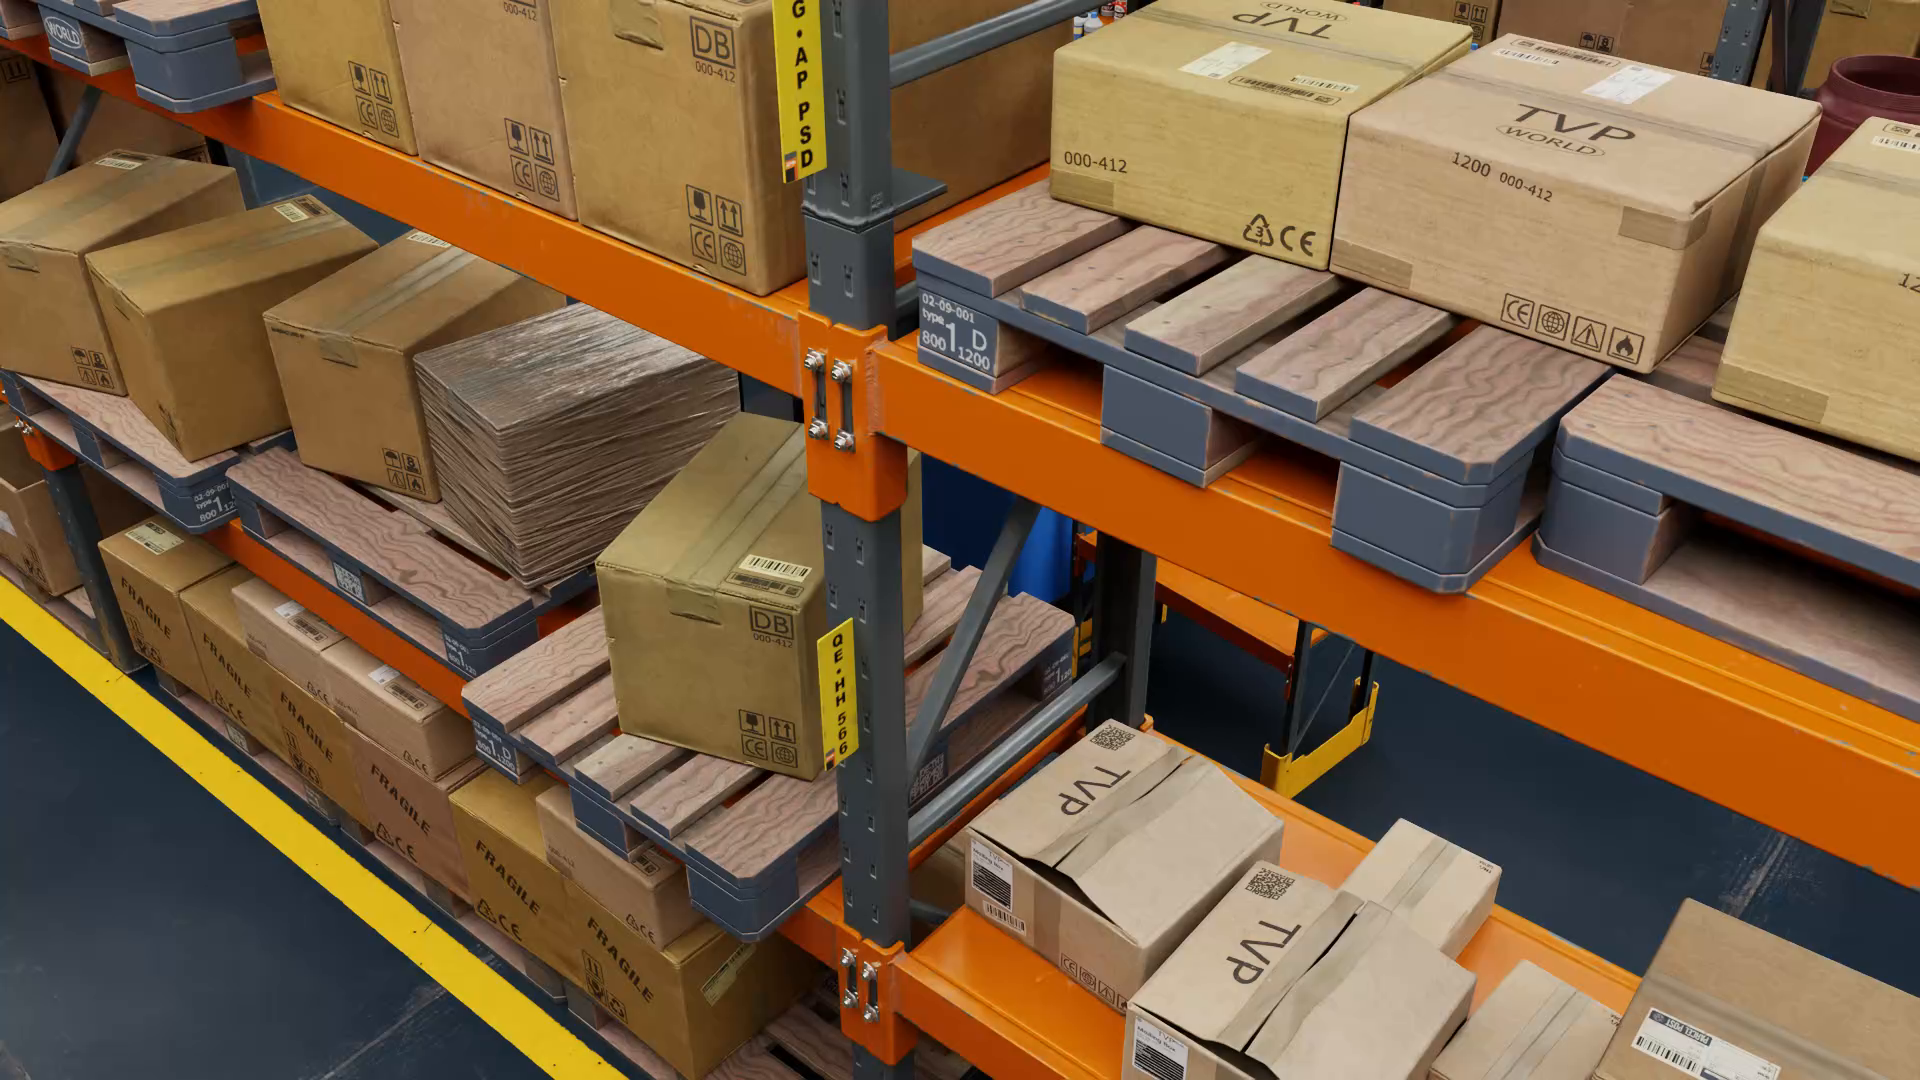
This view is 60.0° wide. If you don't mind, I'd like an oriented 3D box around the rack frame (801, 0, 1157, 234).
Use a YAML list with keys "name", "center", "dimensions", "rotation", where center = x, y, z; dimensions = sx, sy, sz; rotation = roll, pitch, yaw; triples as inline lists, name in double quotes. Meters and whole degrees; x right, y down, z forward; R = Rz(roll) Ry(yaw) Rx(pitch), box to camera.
- name: "rack frame"
  center: [0.108, -1.967, 2.166]
  dimensions: [0.127, 3.000, 1.000]
  rotation: [25, 42, 32]

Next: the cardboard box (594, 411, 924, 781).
- name: "cardboard box"
  center: [-0.448, 0.112, 3.978]
  dimensions: [0.500, 0.500, 0.700]
  rotation: [12, 36, 17]

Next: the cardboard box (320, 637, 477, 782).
- name: "cardboard box"
  center: [-1.596, 0.422, 5.143]
  dimensions: [0.500, 0.250, 0.500]
  rotation: [24, 41, 31]

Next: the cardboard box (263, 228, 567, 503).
- name: "cardboard box"
  center: [-1.569, -0.544, 4.934]
  dimensions: [0.500, 0.500, 0.700]
  rotation: [15, 37, 20]

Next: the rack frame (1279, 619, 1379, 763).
- name: "rack frame"
  center: [1.301, 0.221, 5.604]
  dimensions: [0.500, 1.500, 0.032]
  rotation: [-28, 43, -34]

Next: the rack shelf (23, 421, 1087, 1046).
- name: "rack shelf"
  center: [-1.429, 0.078, 5.123]
  dimensions: [4.000, 0.370, 1.077]
  rotation: [25, 42, 32]

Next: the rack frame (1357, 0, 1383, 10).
- name: "rack frame"
  center: [3.375, -5.252, 12.248]
  dimensions: [0.127, 3.000, 1.000]
  rotation: [25, 42, 32]

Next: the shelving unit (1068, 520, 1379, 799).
- name: "shelving unit"
  center: [0.947, 0.007, 5.915]
  dimensions: [0.587, 1.500, 1.083]
  rotation: [-28, 43, -34]

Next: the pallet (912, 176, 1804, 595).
- name: "pallet"
  center: [0.687, -0.446, 2.767]
  dimensions: [1.003, 0.211, 1.213]
  rotation: [27, 43, 34]

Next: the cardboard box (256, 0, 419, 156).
- name: "cardboard box"
  center: [-1.040, -1.289, 3.739]
  dimensions: [0.500, 0.500, 0.910]
  rotation: [25, 42, 32]

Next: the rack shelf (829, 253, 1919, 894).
- name: "rack shelf"
  center: [1.645, 0.290, 2.164]
  dimensions: [4.000, 0.370, 1.077]
  rotation: [25, 42, 32]

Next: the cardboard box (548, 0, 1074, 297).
- name: "cardboard box"
  center: [-0.249, -0.915, 3.195]
  dimensions: [0.500, 0.500, 0.910]
  rotation: [25, 42, 32]

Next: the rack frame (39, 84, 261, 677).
- name: "rack frame"
  center: [-2.966, -0.943, 5.974]
  dimensions: [0.127, 3.000, 1.000]
  rotation: [25, 42, 32]

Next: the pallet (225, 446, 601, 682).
- name: "pallet"
  center: [-1.389, -0.118, 4.941]
  dimensions: [1.213, 0.211, 1.003]
  rotation: [25, 42, 32]

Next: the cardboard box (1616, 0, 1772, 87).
- name: "cardboard box"
  center: [5.252, -3.685, 11.473]
  dimensions: [0.875, 0.875, 1.225]
  rotation: [25, 42, 32]

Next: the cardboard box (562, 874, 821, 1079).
- name: "cardboard box"
  center: [-0.761, 1.118, 4.792]
  dimensions: [0.500, 0.500, 0.500]
  rotation: [27, 43, 34]

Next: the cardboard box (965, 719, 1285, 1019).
- name: "cardboard box"
  center: [0.360, 0.693, 3.670]
  dimensions: [0.500, 0.311, 0.500]
  rotation: [28, 43, 35]

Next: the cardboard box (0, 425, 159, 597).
- name: "cardboard box"
  center: [-3.585, -0.177, 6.678]
  dimensions: [0.500, 0.500, 0.500]
  rotation: [25, 42, 32]

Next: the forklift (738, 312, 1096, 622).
- name: "forklift"
  center: [-0.426, -1.467, 6.797]
  dimensions: [1.130, 2.935, 3.031]
  rotation: [-28, 43, -34]

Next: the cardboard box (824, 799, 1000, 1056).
- name: "cardboard box"
  center: [-0.059, 1.065, 4.868]
  dimensions: [0.500, 0.500, 0.500]
  rotation: [27, 43, 34]

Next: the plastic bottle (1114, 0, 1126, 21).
- name: "plastic bottle"
  center: [0.886, -2.908, 9.010]
  dimensions: [0.097, 0.201, 0.097]
  rotation: [0, 34, 0]

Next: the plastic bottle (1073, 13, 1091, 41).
- name: "plastic bottle"
  center: [0.599, -2.580, 8.466]
  dimensions: [0.135, 0.276, 0.152]
  rotation: [25, 42, 32]

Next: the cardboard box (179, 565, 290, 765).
- name: "cardboard box"
  center: [-2.333, 0.375, 5.873]
  dimensions: [0.500, 0.500, 0.500]
  rotation: [26, 42, 32]

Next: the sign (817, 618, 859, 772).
- name: "sign"
  center: [-0.232, 0.301, 3.210]
  dimensions: [0.005, 0.325, 0.100]
  rotation: [25, 42, 32]

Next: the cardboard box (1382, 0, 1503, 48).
- name: "cardboard box"
  center: [3.880, -4.326, 12.405]
  dimensions: [0.875, 0.875, 1.225]
  rotation: [25, 42, 32]

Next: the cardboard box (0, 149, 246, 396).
- name: "cardboard box"
  center: [-2.745, -0.889, 5.435]
  dimensions: [0.500, 0.500, 0.700]
  rotation: [12, 36, 17]

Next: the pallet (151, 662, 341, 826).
- name: "pallet"
  center: [-2.317, 0.485, 6.358]
  dimensions: [1.213, 0.211, 1.003]
  rotation: [25, 42, 32]

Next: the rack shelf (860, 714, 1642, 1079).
- name: "rack shelf"
  center: [1.645, 1.527, 3.013]
  dimensions: [4.000, 0.370, 1.077]
  rotation: [25, 42, 32]

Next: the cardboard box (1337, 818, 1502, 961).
- name: "cardboard box"
  center: [0.976, 0.815, 3.636]
  dimensions: [0.250, 0.149, 0.380]
  rotation: [25, 42, 32]

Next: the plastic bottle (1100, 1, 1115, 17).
- name: "plastic bottle"
  center: [0.822, -2.983, 9.119]
  dimensions: [0.097, 0.201, 0.097]
  rotation: [0, 34, 0]

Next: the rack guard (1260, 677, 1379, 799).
- name: "rack guard"
  center: [1.287, 0.728, 5.969]
  dimensions: [0.587, 0.250, 0.087]
  rotation: [-28, 43, -34]

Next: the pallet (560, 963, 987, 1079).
- name: "pallet"
  center: [-0.442, 1.368, 5.071]
  dimensions: [1.213, 0.211, 1.003]
  rotation: [25, 42, 32]

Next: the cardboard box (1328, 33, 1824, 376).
- name: "cardboard box"
  center: [0.907, -0.520, 2.470]
  dimensions: [0.500, 0.250, 0.500]
  rotation: [26, 42, 33]

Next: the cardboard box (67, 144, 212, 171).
- name: "cardboard box"
  center: [-3.183, -1.288, 6.387]
  dimensions: [0.500, 0.500, 0.500]
  rotation: [26, 42, 33]

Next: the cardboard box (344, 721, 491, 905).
- name: "cardboard box"
  center: [-1.566, 0.743, 5.338]
  dimensions: [0.500, 0.500, 0.500]
  rotation: [24, 41, 30]

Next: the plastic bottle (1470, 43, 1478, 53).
- name: "plastic bottle"
  center: [2.447, -2.246, 7.984]
  dimensions: [0.097, 0.271, 0.097]
  rotation: [0, 34, 0]

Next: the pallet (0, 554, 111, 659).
- name: "pallet"
  center: [-3.493, -0.043, 7.126]
  dimensions: [1.213, 0.211, 1.003]
  rotation: [25, 42, 32]

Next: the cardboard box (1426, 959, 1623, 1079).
- name: "cardboard box"
  center: [1.124, 1.047, 3.298]
  dimensions: [0.250, 0.149, 0.380]
  rotation: [29, 44, 35]

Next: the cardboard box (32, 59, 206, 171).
- name: "cardboard box"
  center: [-3.148, -1.690, 6.089]
  dimensions: [0.500, 0.500, 0.500]
  rotation: [26, 42, 33]
